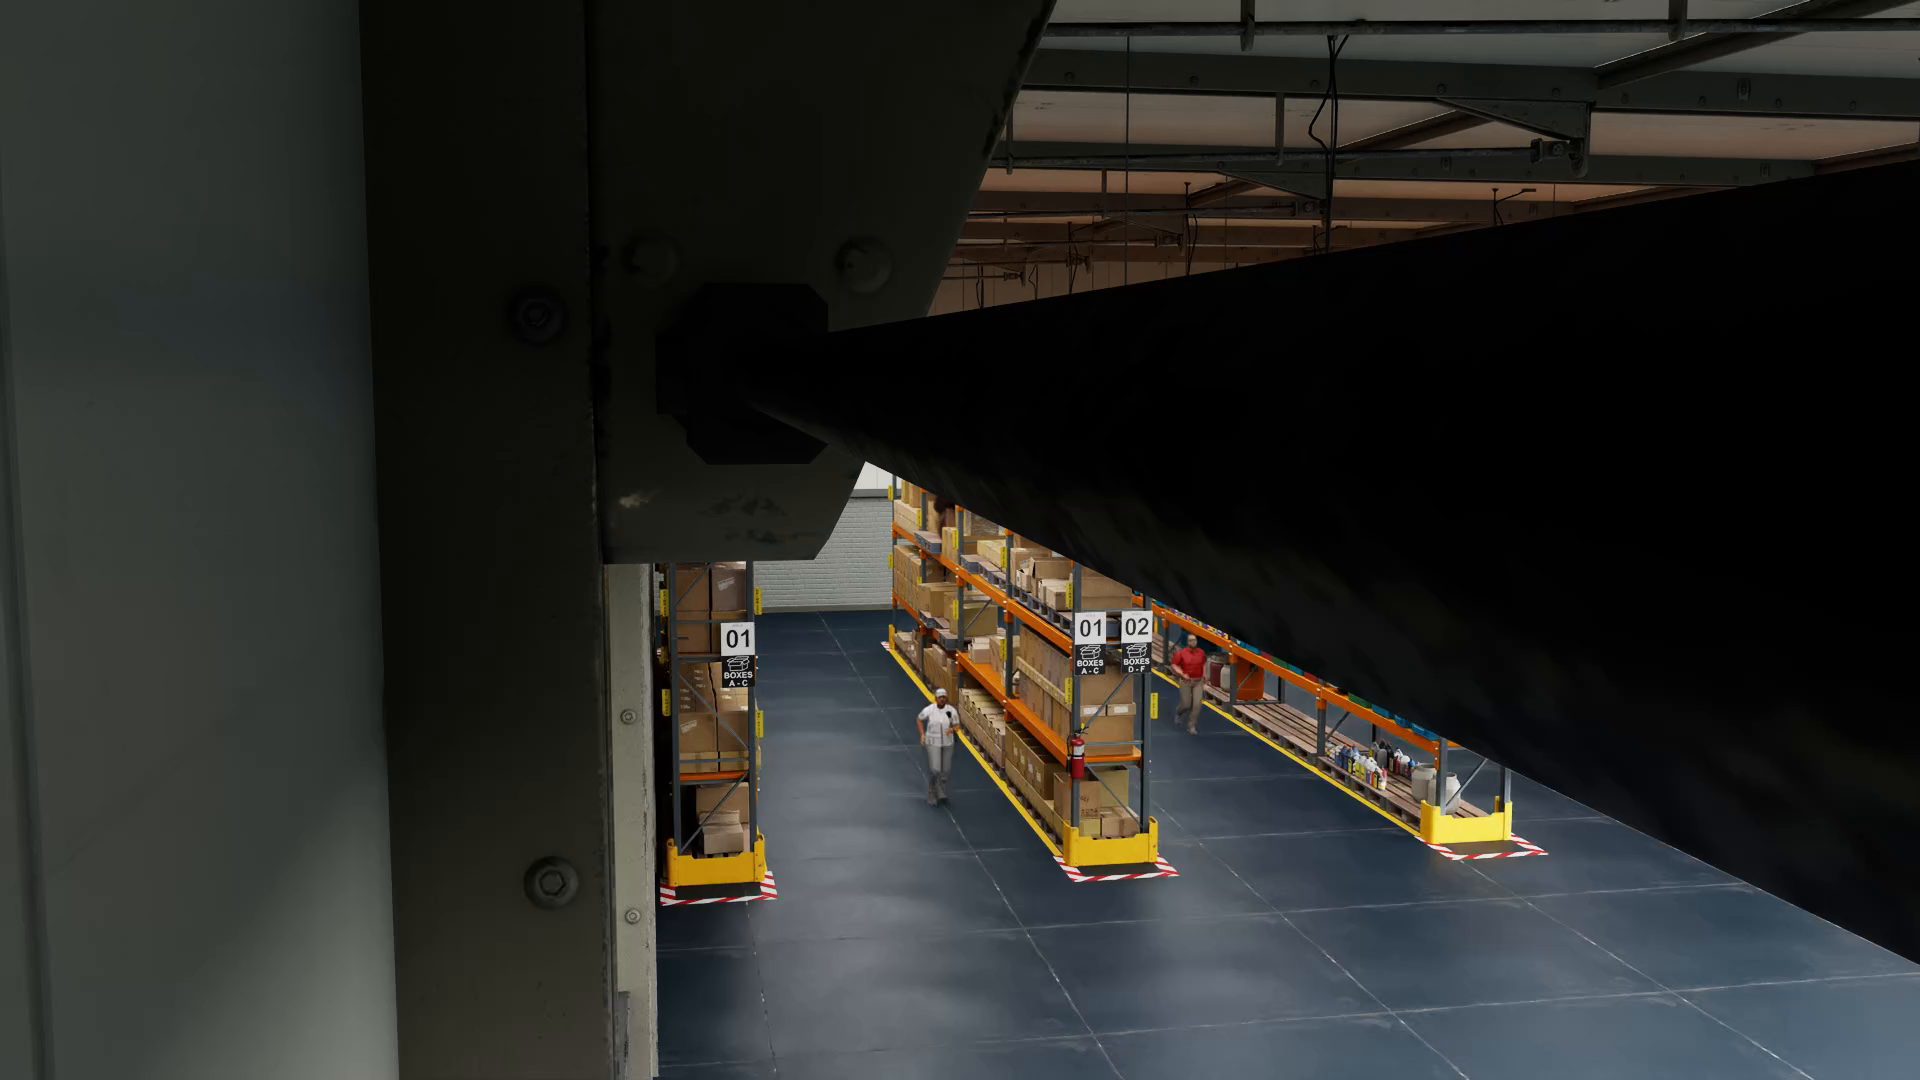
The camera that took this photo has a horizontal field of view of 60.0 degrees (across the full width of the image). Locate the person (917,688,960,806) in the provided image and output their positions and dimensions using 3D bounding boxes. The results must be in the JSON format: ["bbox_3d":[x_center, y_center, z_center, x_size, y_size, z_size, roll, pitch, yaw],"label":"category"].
[{"bbox_3d":[-0.284,2.947,23.743,0.581,1.674,0.680,-1,6,-13],"label":"person"}]

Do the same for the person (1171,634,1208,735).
[{"bbox_3d":[3.921,2.435,28.311,0.659,1.684,0.663,-1,6,-13],"label":"person"}]
